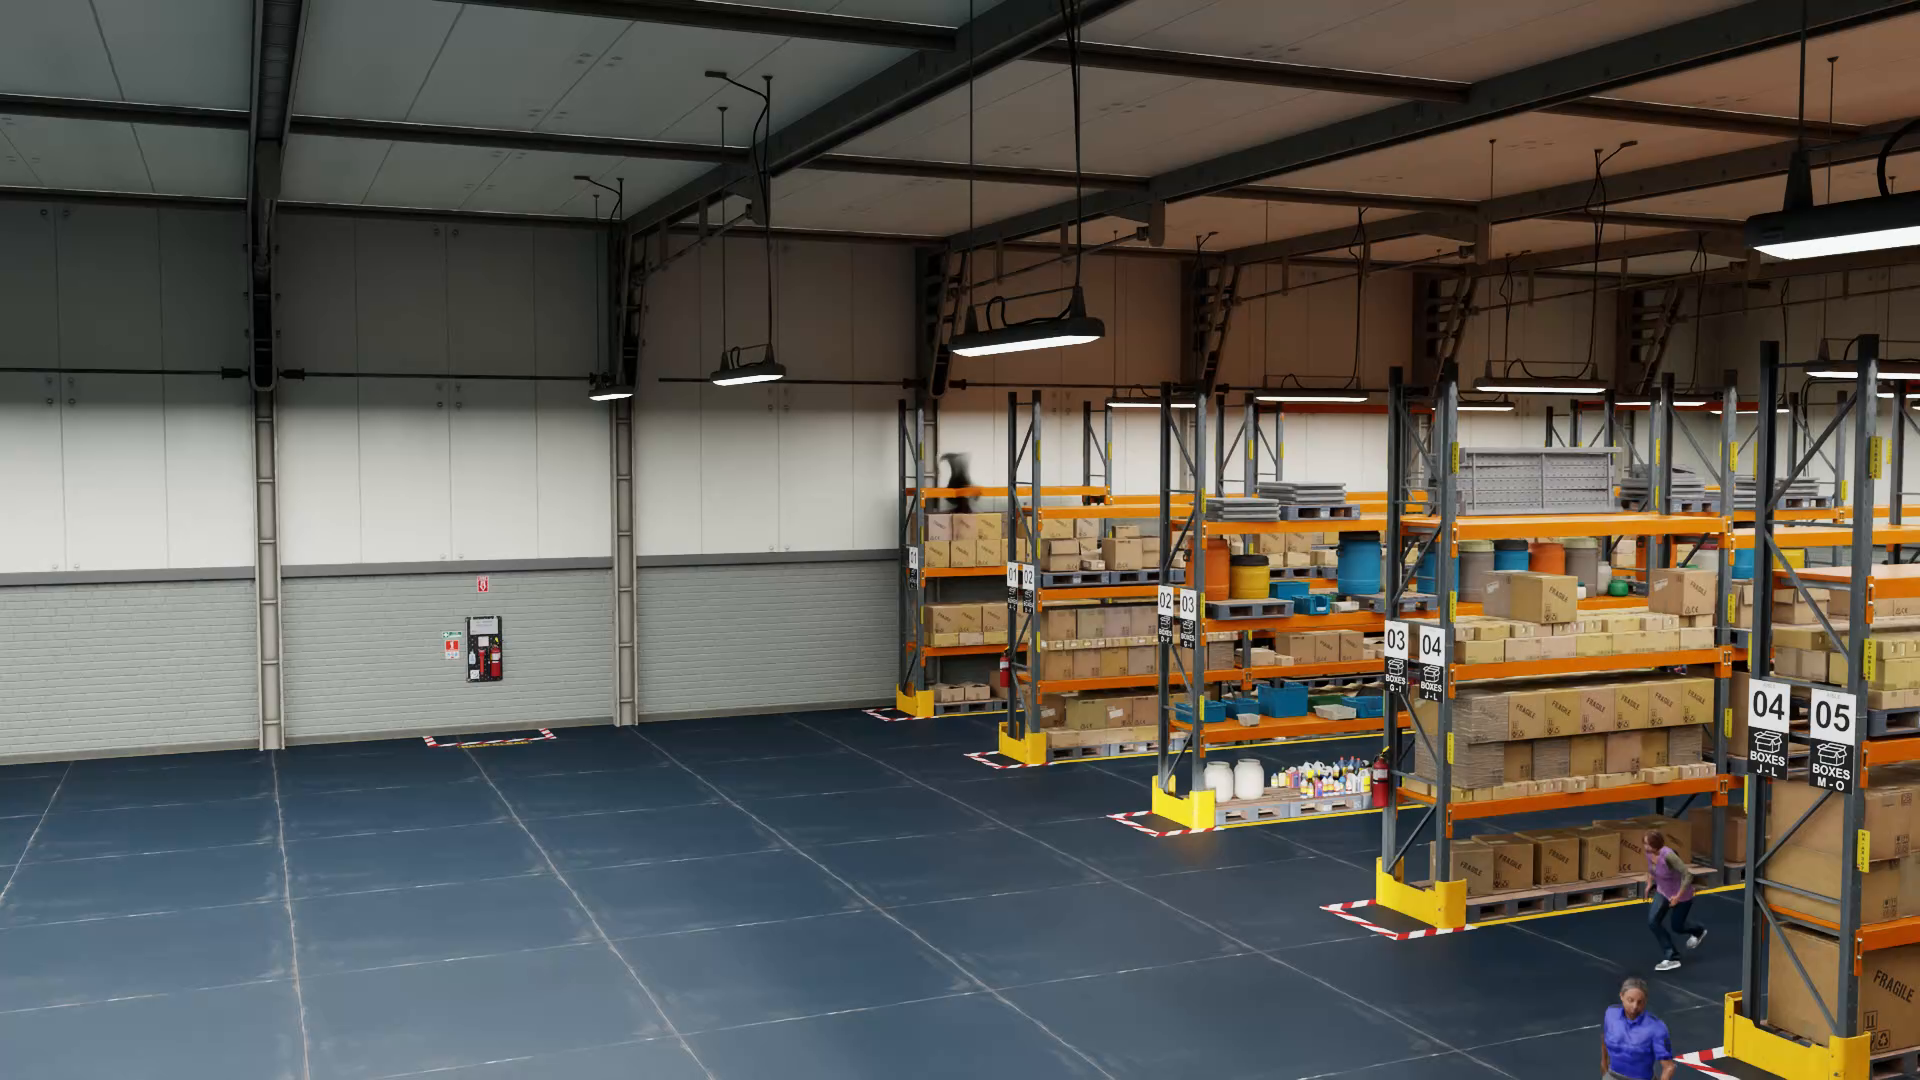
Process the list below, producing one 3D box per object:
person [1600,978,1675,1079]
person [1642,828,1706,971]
[{"bbox_3d":[4.494,3.697,11.104,0.538,1.605,0.780,2,4,32],"label":"person"},{"bbox_3d":[7.056,3.510,16.354,0.965,1.407,0.534,-2,4,-29],"label":"person"}]
